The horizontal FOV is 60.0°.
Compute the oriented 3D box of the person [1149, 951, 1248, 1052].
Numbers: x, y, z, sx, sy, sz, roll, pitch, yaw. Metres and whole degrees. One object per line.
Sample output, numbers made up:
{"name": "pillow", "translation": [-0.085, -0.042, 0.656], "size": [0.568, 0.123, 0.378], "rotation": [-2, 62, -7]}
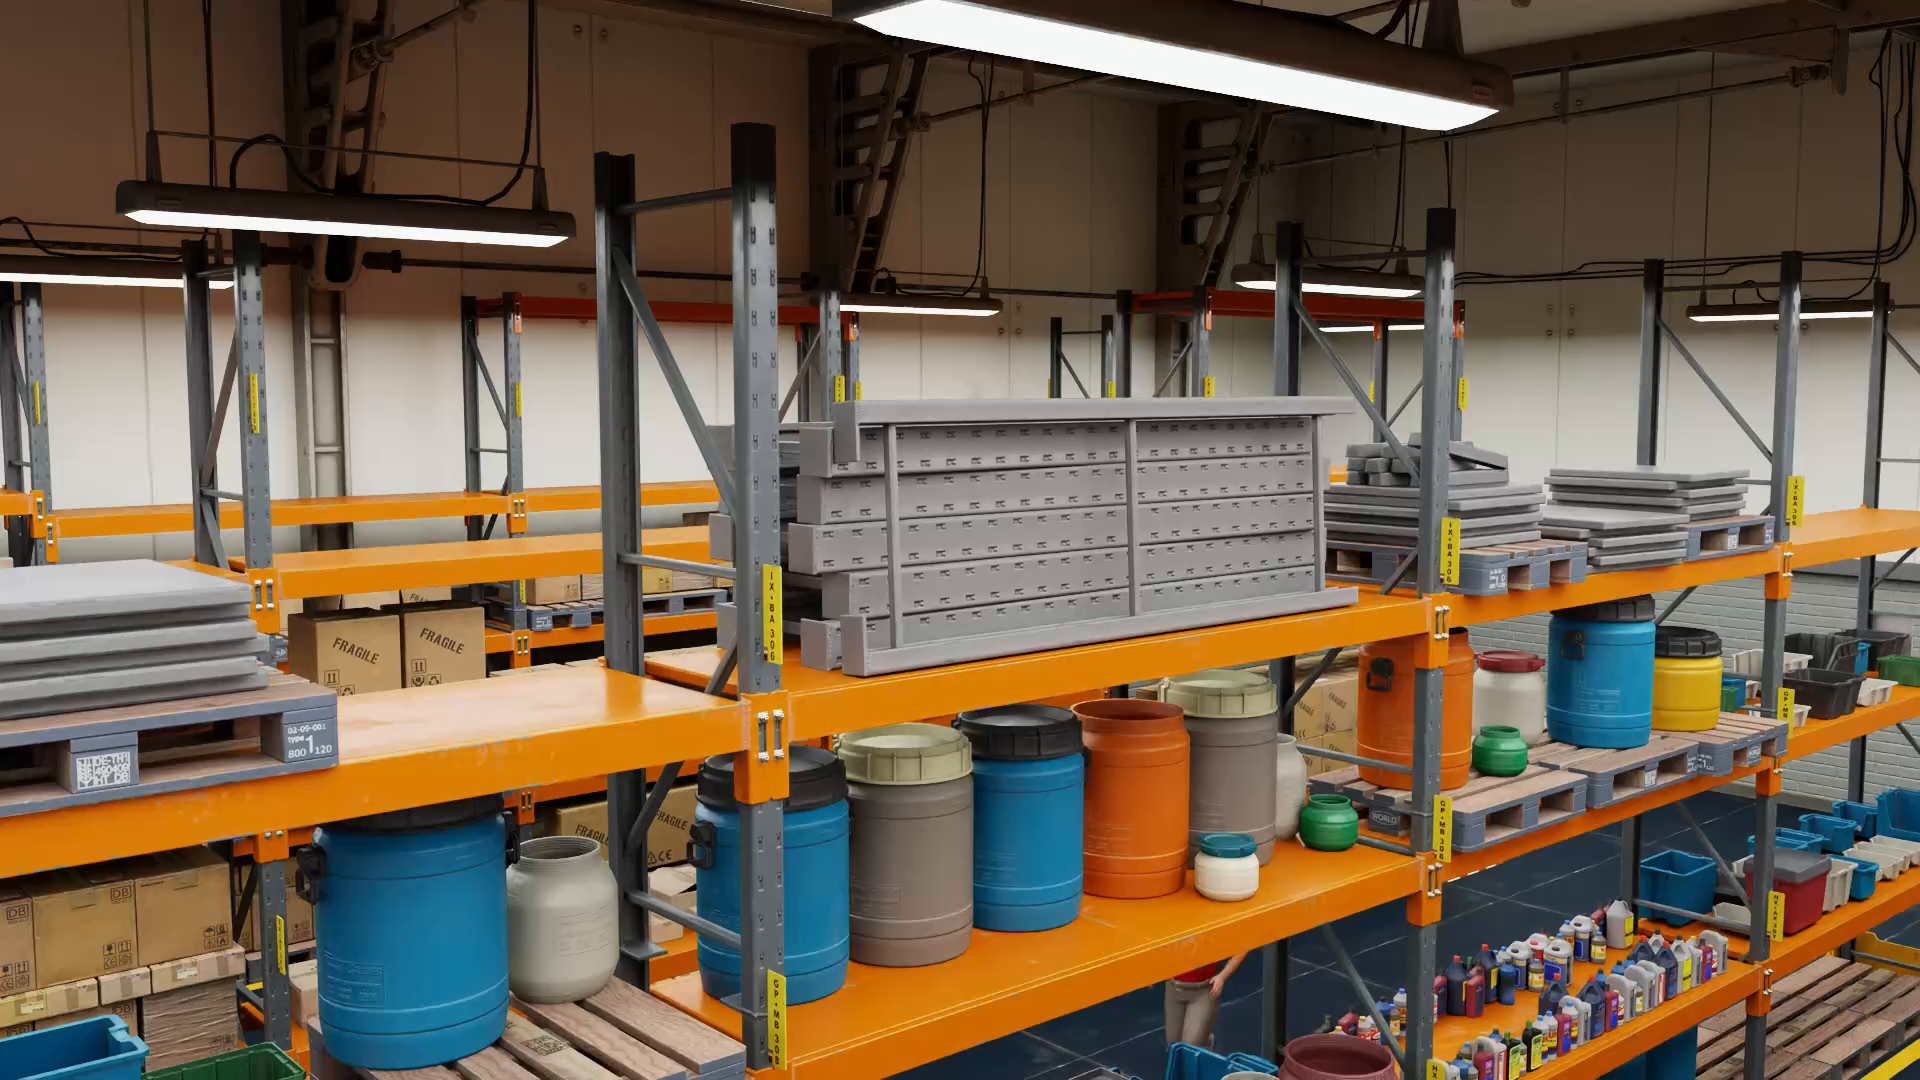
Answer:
{"name": "person", "translation": [1.688, 3.217, 11.835], "size": [0.663, 1.717, 0.816], "rotation": [4, 7, 35]}
